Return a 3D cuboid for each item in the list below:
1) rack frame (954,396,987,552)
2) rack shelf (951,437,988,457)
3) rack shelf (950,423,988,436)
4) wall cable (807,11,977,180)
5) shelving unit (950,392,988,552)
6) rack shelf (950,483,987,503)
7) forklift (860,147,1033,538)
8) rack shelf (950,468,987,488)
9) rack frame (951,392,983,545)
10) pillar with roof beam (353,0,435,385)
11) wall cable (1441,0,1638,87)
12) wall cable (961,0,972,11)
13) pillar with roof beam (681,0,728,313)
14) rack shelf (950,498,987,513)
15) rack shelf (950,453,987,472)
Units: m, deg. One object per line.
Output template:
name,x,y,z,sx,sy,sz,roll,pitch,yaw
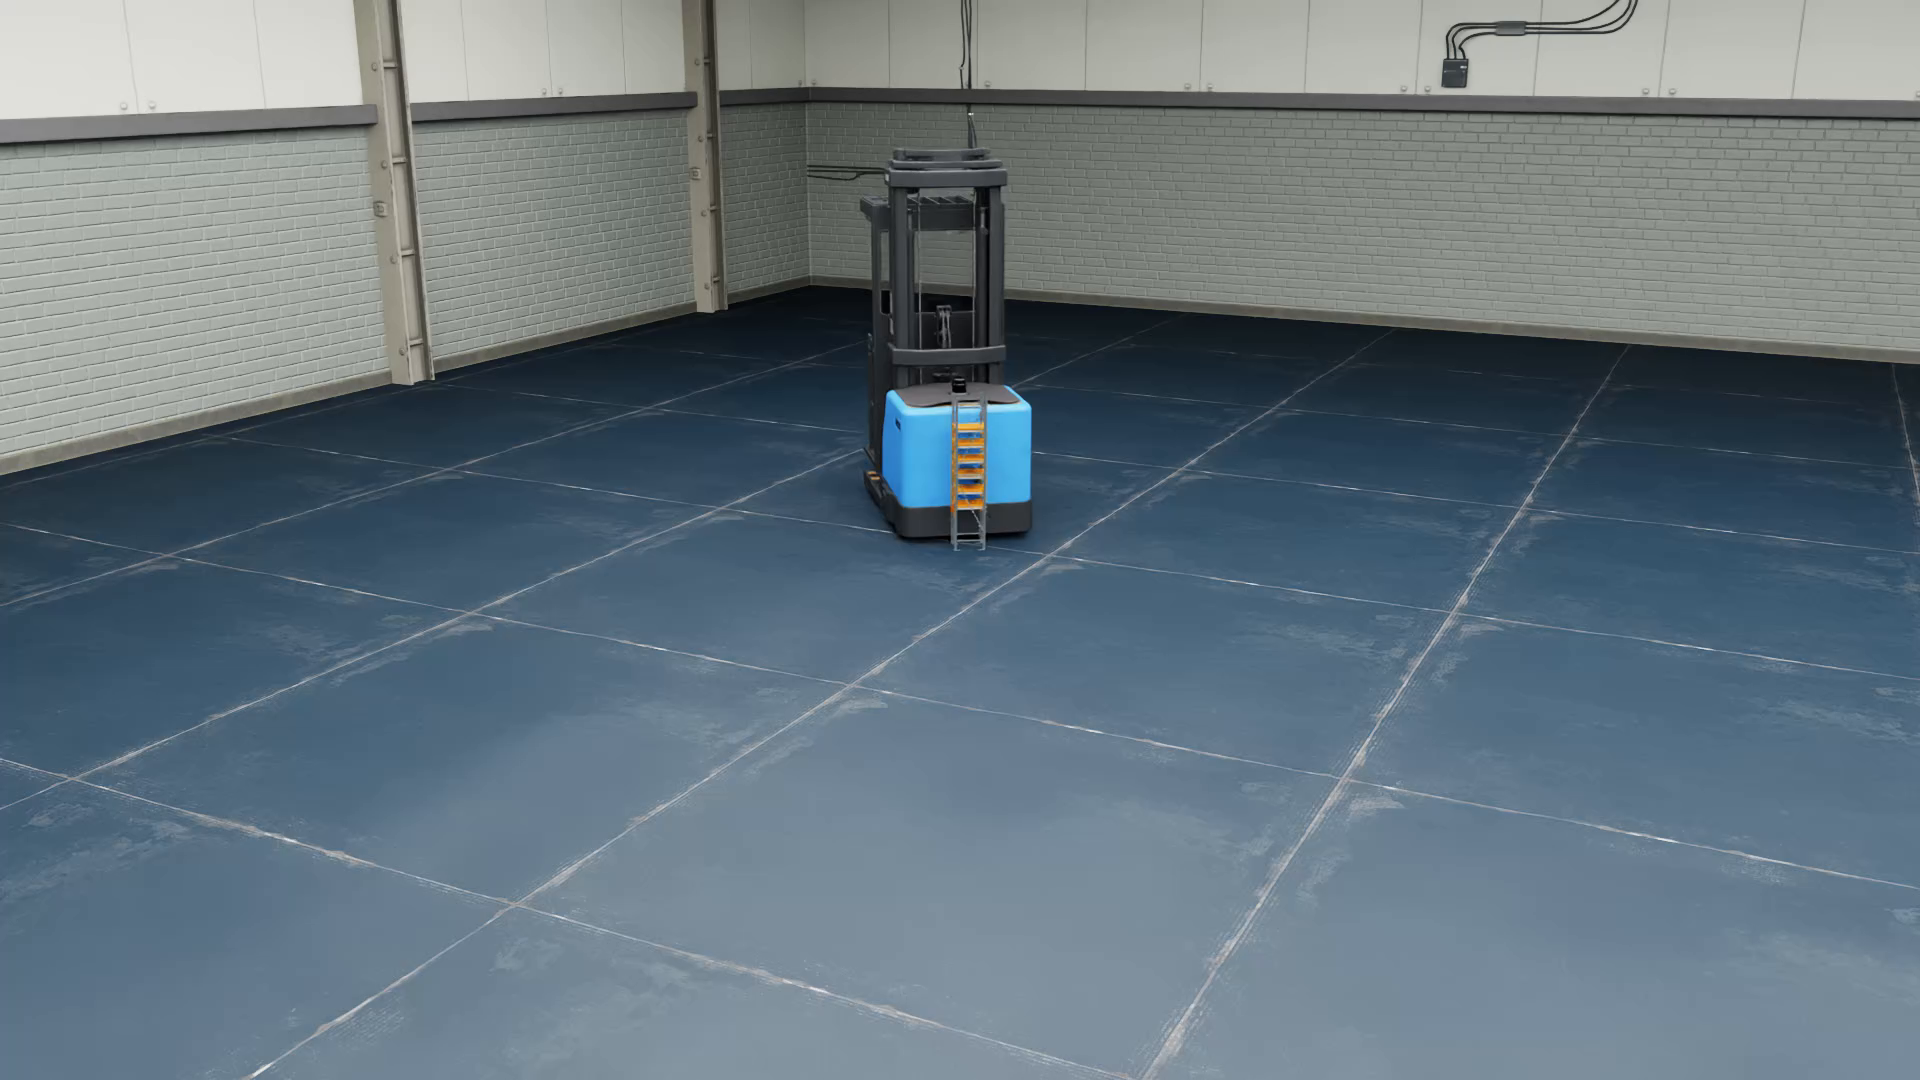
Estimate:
rack frame,0.079,-0.492,12.569,0.240,1.200,0.006,-2,17,-8
rack shelf,0.068,-0.705,12.601,0.258,0.103,0.180,-2,17,-8
rack shelf,0.069,-0.820,12.567,0.258,0.103,0.180,-2,17,-8
wall cable,-1.136,-6.770,25.467,3.097,2.526,0.112,8,18,25
shelving unit,0.066,-0.518,12.656,0.258,1.200,0.189,-2,17,-8
rack shelf,0.065,-0.360,12.703,0.258,0.103,0.180,-2,17,-8
forklift,-0.226,-1.800,13.937,1.130,2.935,3.031,-3,17,-11
rack shelf,0.066,-0.475,12.669,0.258,0.103,0.180,-2,17,-8
rack frame,0.053,-0.544,12.743,0.240,1.200,0.006,-2,17,-8
pillar with roof beam,-2.466,-5.601,16.075,9.100,9.000,0.400,8,18,25
wall cable,7.349,-8.677,20.461,2.305,6.003,0.169,8,18,25
wall cable,1.284,-8.847,23.589,3.097,2.526,0.112,8,18,25
pillar with roof beam,0.215,-7.129,21.221,9.100,9.000,0.400,8,18,25
rack shelf,0.064,-0.245,12.737,0.258,0.103,0.180,-2,17,-8
rack shelf,0.067,-0.590,12.635,0.258,0.103,0.180,-2,17,-8
